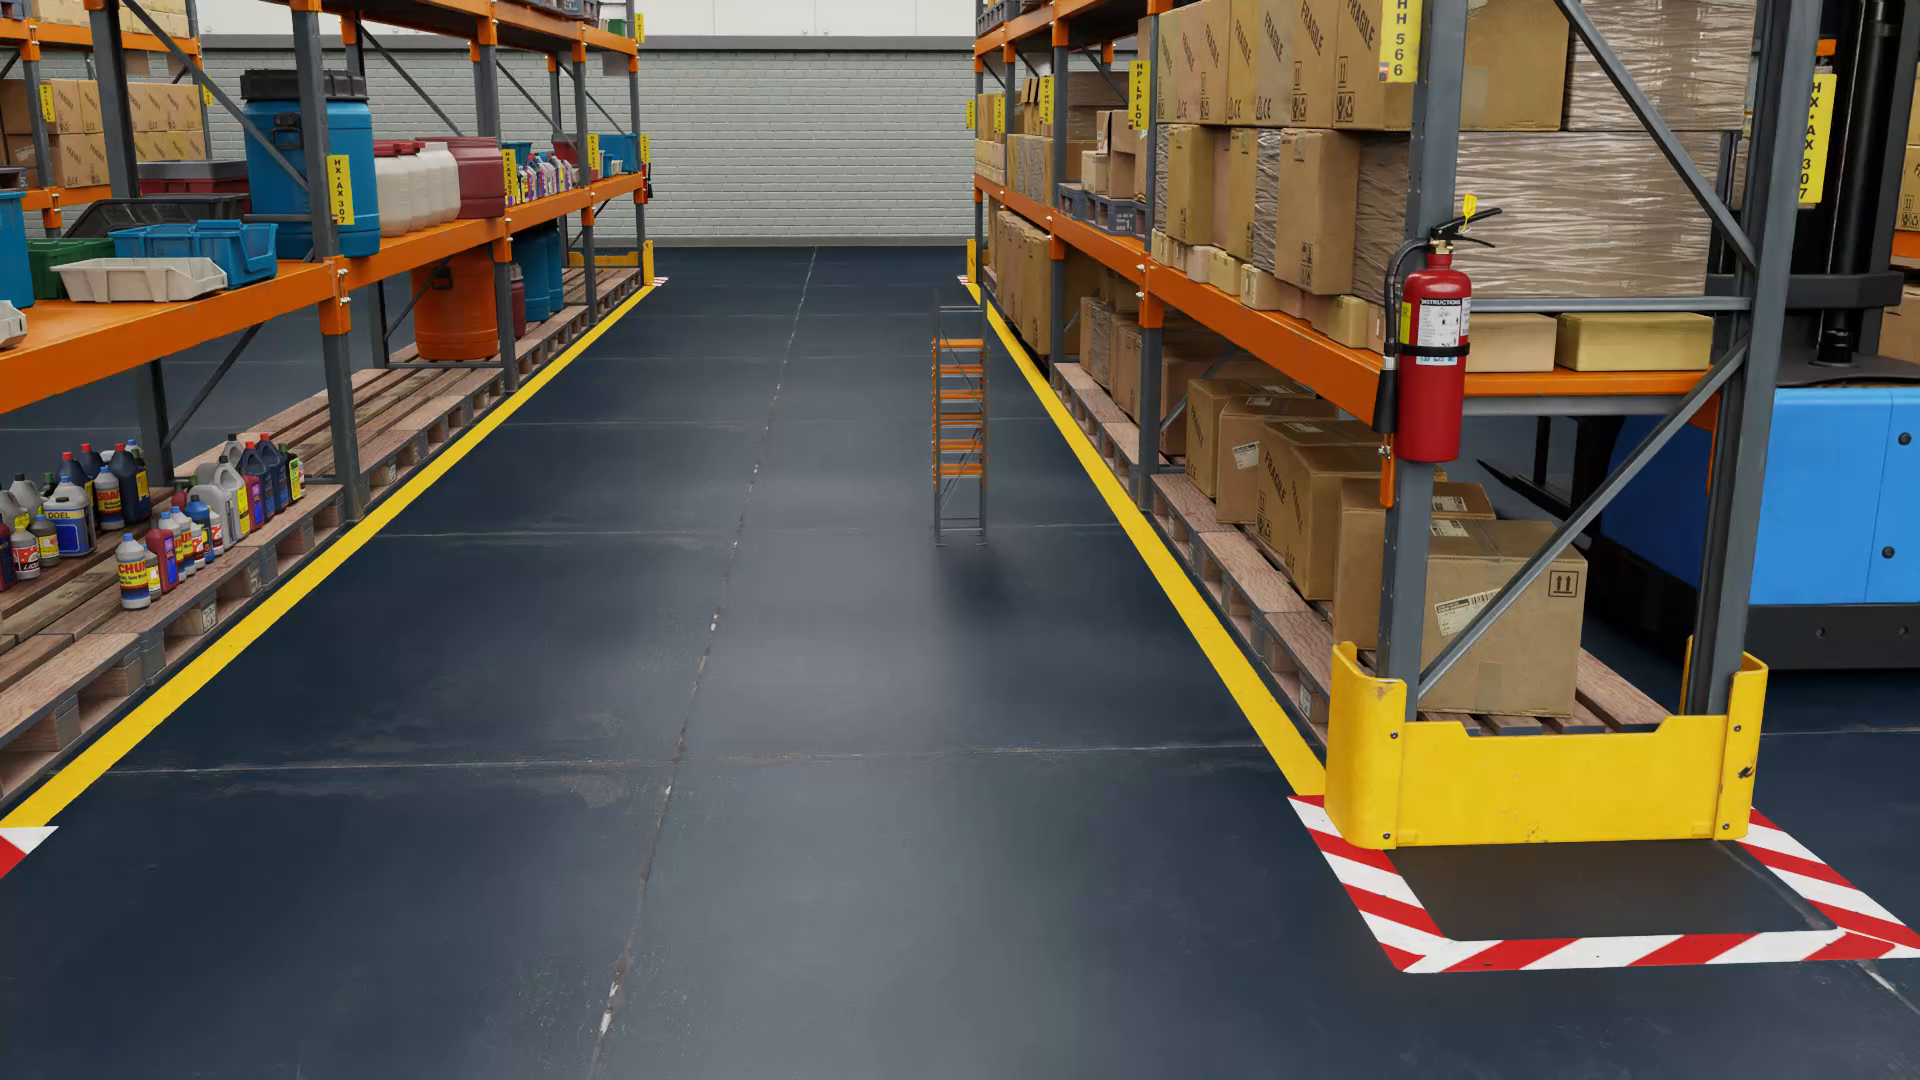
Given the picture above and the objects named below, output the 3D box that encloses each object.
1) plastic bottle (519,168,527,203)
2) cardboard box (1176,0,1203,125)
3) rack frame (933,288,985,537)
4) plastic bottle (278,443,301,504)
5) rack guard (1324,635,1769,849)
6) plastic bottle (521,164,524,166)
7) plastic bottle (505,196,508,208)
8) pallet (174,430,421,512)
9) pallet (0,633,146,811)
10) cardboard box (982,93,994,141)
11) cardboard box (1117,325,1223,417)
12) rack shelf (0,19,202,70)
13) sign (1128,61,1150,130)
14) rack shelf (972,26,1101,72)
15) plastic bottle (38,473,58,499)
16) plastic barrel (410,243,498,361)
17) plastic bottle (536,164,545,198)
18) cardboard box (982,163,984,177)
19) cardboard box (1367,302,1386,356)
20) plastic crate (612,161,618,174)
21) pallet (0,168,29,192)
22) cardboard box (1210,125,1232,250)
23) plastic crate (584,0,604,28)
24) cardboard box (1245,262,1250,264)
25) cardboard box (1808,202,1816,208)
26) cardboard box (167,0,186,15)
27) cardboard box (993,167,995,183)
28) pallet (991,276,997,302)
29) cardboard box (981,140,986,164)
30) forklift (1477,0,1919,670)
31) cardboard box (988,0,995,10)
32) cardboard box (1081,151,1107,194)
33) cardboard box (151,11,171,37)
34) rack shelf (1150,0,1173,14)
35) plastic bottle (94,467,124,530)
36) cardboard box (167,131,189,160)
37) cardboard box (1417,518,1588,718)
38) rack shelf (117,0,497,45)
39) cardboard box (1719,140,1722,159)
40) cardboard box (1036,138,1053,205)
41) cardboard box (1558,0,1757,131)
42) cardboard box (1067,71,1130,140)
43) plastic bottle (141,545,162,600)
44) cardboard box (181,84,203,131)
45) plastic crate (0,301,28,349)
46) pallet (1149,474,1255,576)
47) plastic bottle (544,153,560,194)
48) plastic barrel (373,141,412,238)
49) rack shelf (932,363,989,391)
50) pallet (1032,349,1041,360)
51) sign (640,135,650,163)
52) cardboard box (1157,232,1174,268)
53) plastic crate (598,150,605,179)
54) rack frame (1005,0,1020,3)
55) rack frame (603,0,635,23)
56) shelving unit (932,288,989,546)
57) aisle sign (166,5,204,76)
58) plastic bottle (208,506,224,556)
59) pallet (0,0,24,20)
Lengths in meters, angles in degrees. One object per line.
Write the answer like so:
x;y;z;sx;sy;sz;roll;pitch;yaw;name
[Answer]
-3.500;-2.817;13.211;0.097;0.271;0.097;0;14;0;plastic bottle
1.233;-2.050;7.168;0.500;0.500;0.500;-1;14;-3;cardboard box
-0.005;-0.600;7.951;0.240;1.200;0.006;-1;14;-3;rack frame
-3.158;-0.320;7.817;0.061;0.283;0.133;0;14;-1;plastic bottle
1.669;0.573;4.794;1.175;0.500;0.348;-1;14;-3;rack guard
-3.713;-3.057;14.145;0.097;0.271;0.097;0;14;0;plastic bottle
-3.455;-2.601;12.515;0.097;0.201;0.097;0;14;0;plastic bottle
-3.605;-0.381;9.083;1.003;0.211;1.213;-1;14;-3;pallet
-3.366;0.588;5.316;1.003;0.211;1.213;-1;14;-3;pallet
0.512;-4.655;18.299;0.500;0.500;0.500;-1;14;-5;cardboard box
1.364;-1.027;10.130;0.700;0.500;0.500;-2;15;-8;cardboard box
-9.081;-5.052;17.067;1.077;0.370;4.000;-1;14;-3;rack shelf
0.872;-2.164;8.095;0.100;0.325;0.005;-1;14;-3;sign
0.807;-5.204;17.657;1.077;0.370;4.000;-1;14;-3;rack shelf
-3.901;-0.138;7.112;0.061;0.283;0.133;0;14;-1;plastic bottle
-3.812;-1.805;12.535;0.600;0.830;0.708;-1;14;-3;plastic barrel
-3.529;-3.012;13.948;0.061;0.283;0.133;-1;14;-3;plastic bottle
0.441;-4.127;18.550;0.380;0.149;0.250;-1;14;-5;cardboard box
1.435;-0.626;4.945;0.380;0.149;0.250;-1;14;-3;cardboard box
-4.026;-4.150;18.545;0.396;0.136;0.243;-1;14;-3;plastic crate
-9.017;-3.157;14.663;1.003;0.211;1.213;-1;14;-3;pallet
1.520;-1.445;6.825;0.875;0.500;0.500;-1;14;-3;cardboard box
-3.816;-5.229;16.571;0.497;0.269;0.590;-1;14;-3;plastic crate
1.306;-0.999;6.393;0.380;0.149;0.250;-1;14;-3;cardboard box
5.958;-2.340;10.901;0.500;0.500;0.500;-1;14;-3;cardboard box
-8.919;-5.944;18.385;0.500;0.250;0.500;-1;14;-3;cardboard box
0.537;-3.744;17.060;0.380;0.149;0.250;-1;14;-2;cardboard box
0.883;-2.747;18.278;1.003;0.211;1.213;-1;14;-3;pallet
0.509;-4.291;18.388;0.500;0.250;0.500;-1;14;-5;cardboard box
3.144;-1.266;7.065;1.130;2.935;3.031;-1;14;-2;forklift
0.683;-6.080;18.373;0.700;0.500;0.500;-1;14;-5;cardboard box
1.053;-2.318;10.475;0.500;0.250;0.500;-1;14;-5;cardboard box
-8.890;-5.577;17.964;0.500;0.250;0.500;-1;14;-3;cardboard box
1.550;-2.220;6.058;1.077;0.370;4.000;-1;14;-3;rack shelf
-3.752;-0.187;7.326;0.097;0.271;0.097;0;14;0;plastic bottle
-8.870;-4.258;18.354;0.500;0.500;0.500;-1;14;-3;cardboard box
1.652;0.233;5.273;0.500;0.500;0.500;2;15;7;cardboard box
-3.641;-3.138;9.628;1.077;0.370;4.000;-1;14;-3;rack shelf
5.650;-3.001;12.734;0.380;0.149;0.250;-1;14;-2;cardboard box
0.875;-2.899;13.074;0.500;0.500;0.500;-1;14;-4;cardboard box
1.912;-1.436;4.783;0.500;0.500;0.500;-1;14;-3;cardboard box
1.149;-3.324;12.712;0.797;0.503;0.637;0;14;-2;cardboard box
-3.077;0.119;6.277;0.097;0.201;0.097;0;14;0;plastic bottle
-8.903;-4.872;18.733;0.500;0.500;0.500;-1;14;-4;cardboard box
-3.004;-0.642;5.029;0.298;0.136;0.250;-1;14;-3;plastic crate
1.503;-0.096;7.976;1.003;0.211;1.213;-1;14;-3;pallet
-3.618;-3.233;14.670;0.144;0.351;0.185;-1;14;-3;plastic bottle
-3.403;-2.026;9.609;0.433;0.535;0.433;0;14;0;plastic barrel
0.001;-0.767;7.814;0.258;0.103;0.180;-1;14;-3;rack shelf
1.132;-1.757;14.433;1.003;0.211;1.213;-1;14;-3;pallet
-3.713;-4.612;19.606;0.100;0.325;0.005;-1;14;-3;sign
1.142;-1.371;7.839;0.380;0.149;0.250;-1;14;-3;cardboard box
-3.924;-3.880;17.206;0.437;0.282;0.530;-1;14;-3;plastic crate
0.930;-6.508;15.261;1.000;3.000;0.127;-1;14;-3;rack frame
-4.261;-7.426;18.830;1.000;3.000;0.127;-1;14;-3;rack frame
0.001;-0.577;7.863;0.258;1.200;0.189;-1;14;-3;shelving unit
-8.903;-5.726;19.044;0.394;0.787;0.004;-1;14;-3;aisle sign
-3.117;-0.041;6.900;0.097;0.201;0.097;0;14;0;plastic bottle
-8.987;-4.649;14.433;1.213;0.211;1.003;-1;14;-3;pallet
